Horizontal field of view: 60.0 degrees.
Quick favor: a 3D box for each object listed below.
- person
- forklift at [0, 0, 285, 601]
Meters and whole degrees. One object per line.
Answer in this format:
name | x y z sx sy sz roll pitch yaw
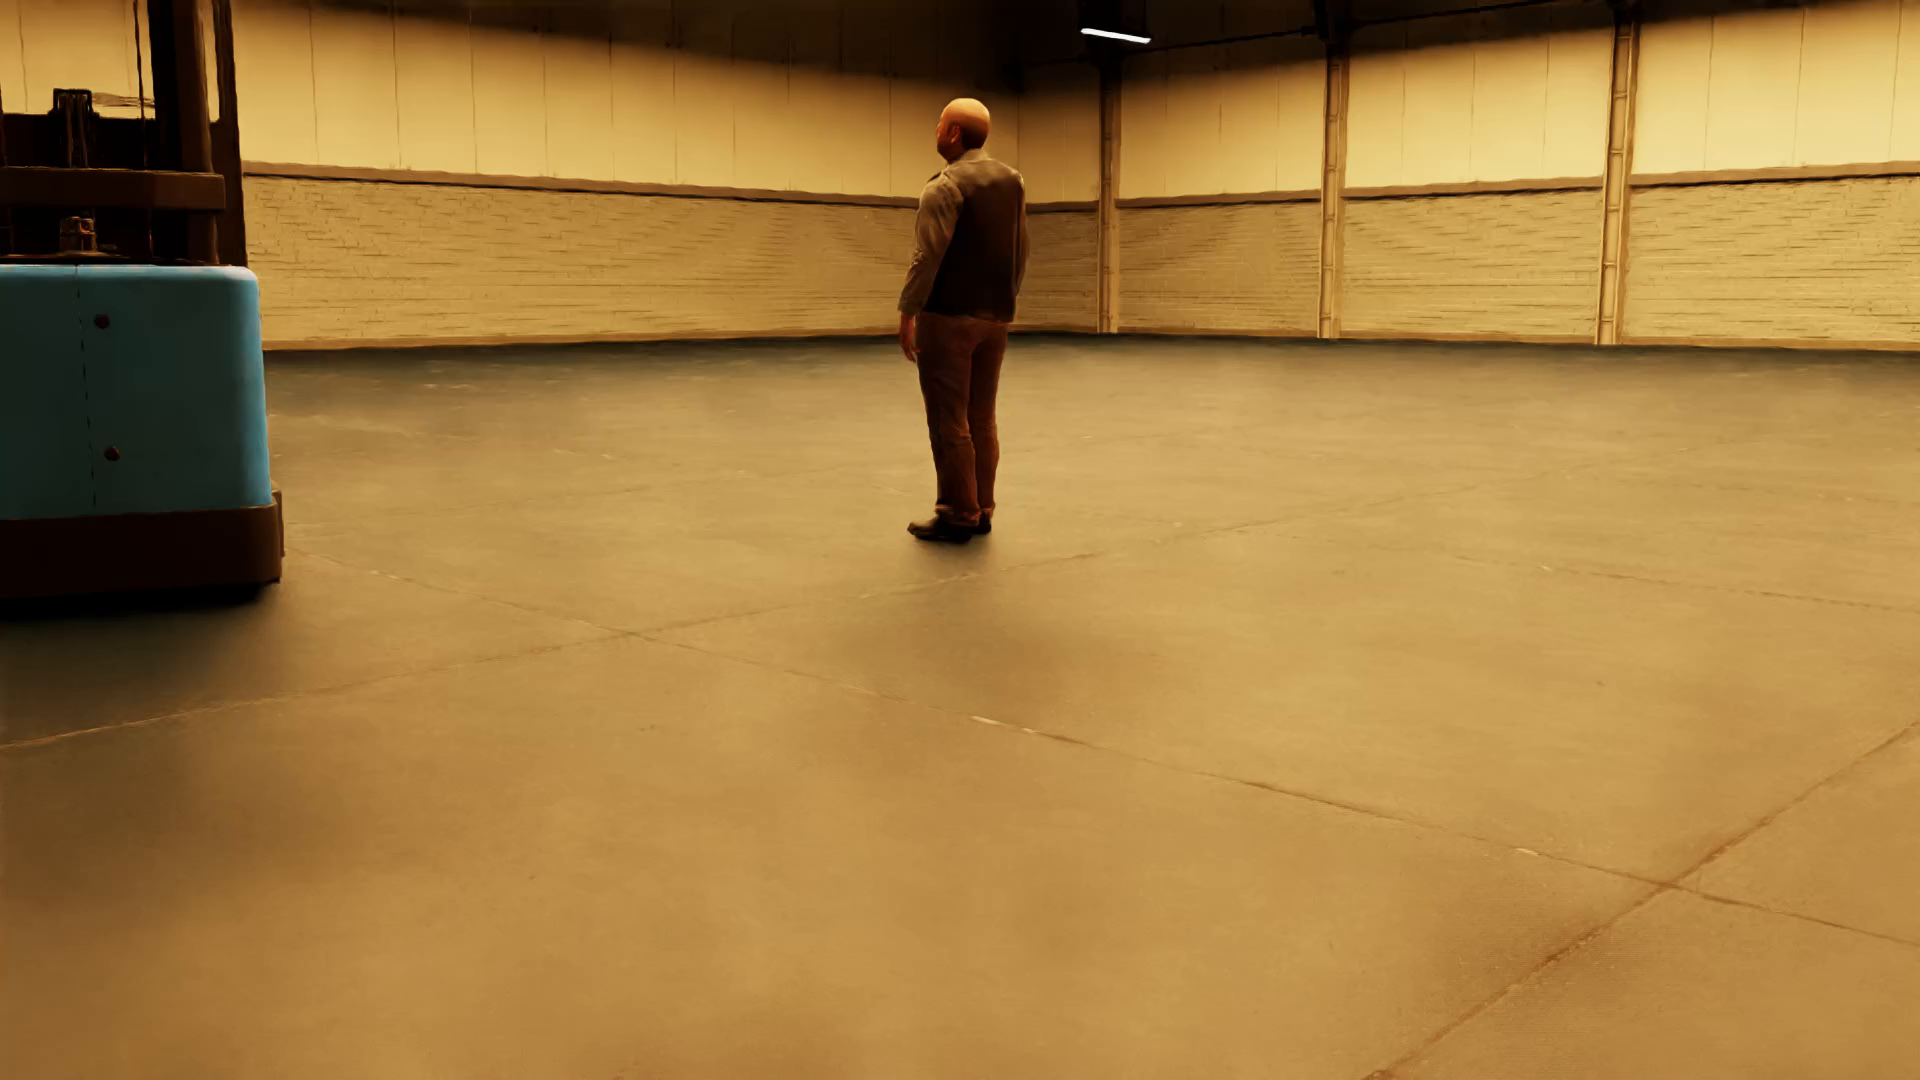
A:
person | -0.039 -0.865 6.637 0.567 1.720 0.632 8 12 43
forklift | -3.326 -1.418 6.293 1.130 2.935 3.031 -4 10 -26
